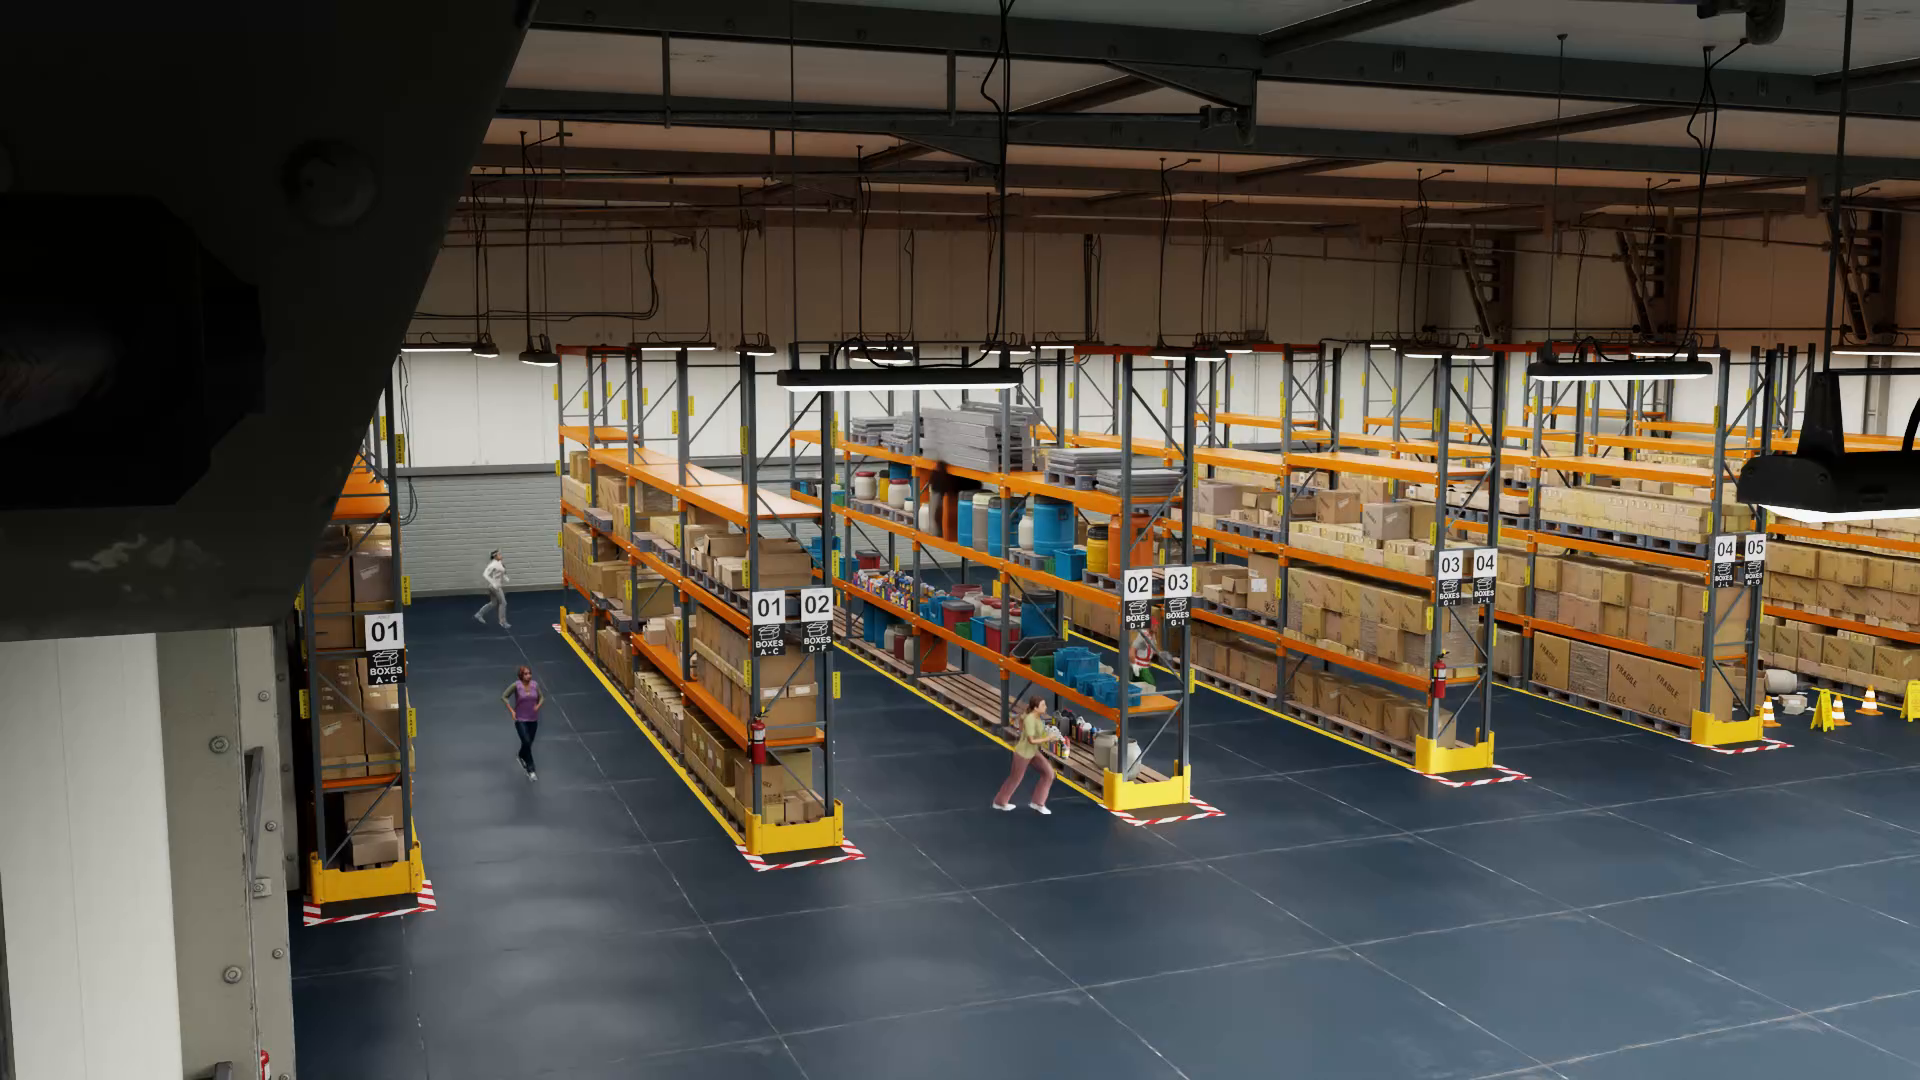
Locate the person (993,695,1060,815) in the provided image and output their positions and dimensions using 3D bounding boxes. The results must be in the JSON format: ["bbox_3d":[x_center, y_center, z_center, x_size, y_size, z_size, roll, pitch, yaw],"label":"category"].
[{"bbox_3d":[0.855,2.789,21.560,0.914,1.614,0.504,3,8,24],"label":"person"}]

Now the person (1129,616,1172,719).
[{"bbox_3d":[3.019,2.075,27.078,0.828,1.741,0.684,2,8,18],"label":"person"}]

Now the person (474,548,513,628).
[{"bbox_3d":[-9.926,1.022,35.281,0.802,1.733,0.602,-1,7,-7],"label":"person"}]

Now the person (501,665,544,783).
[{"bbox_3d":[-6.149,2.560,23.490,0.564,1.624,0.758,-5,9,-36],"label":"person"}]
